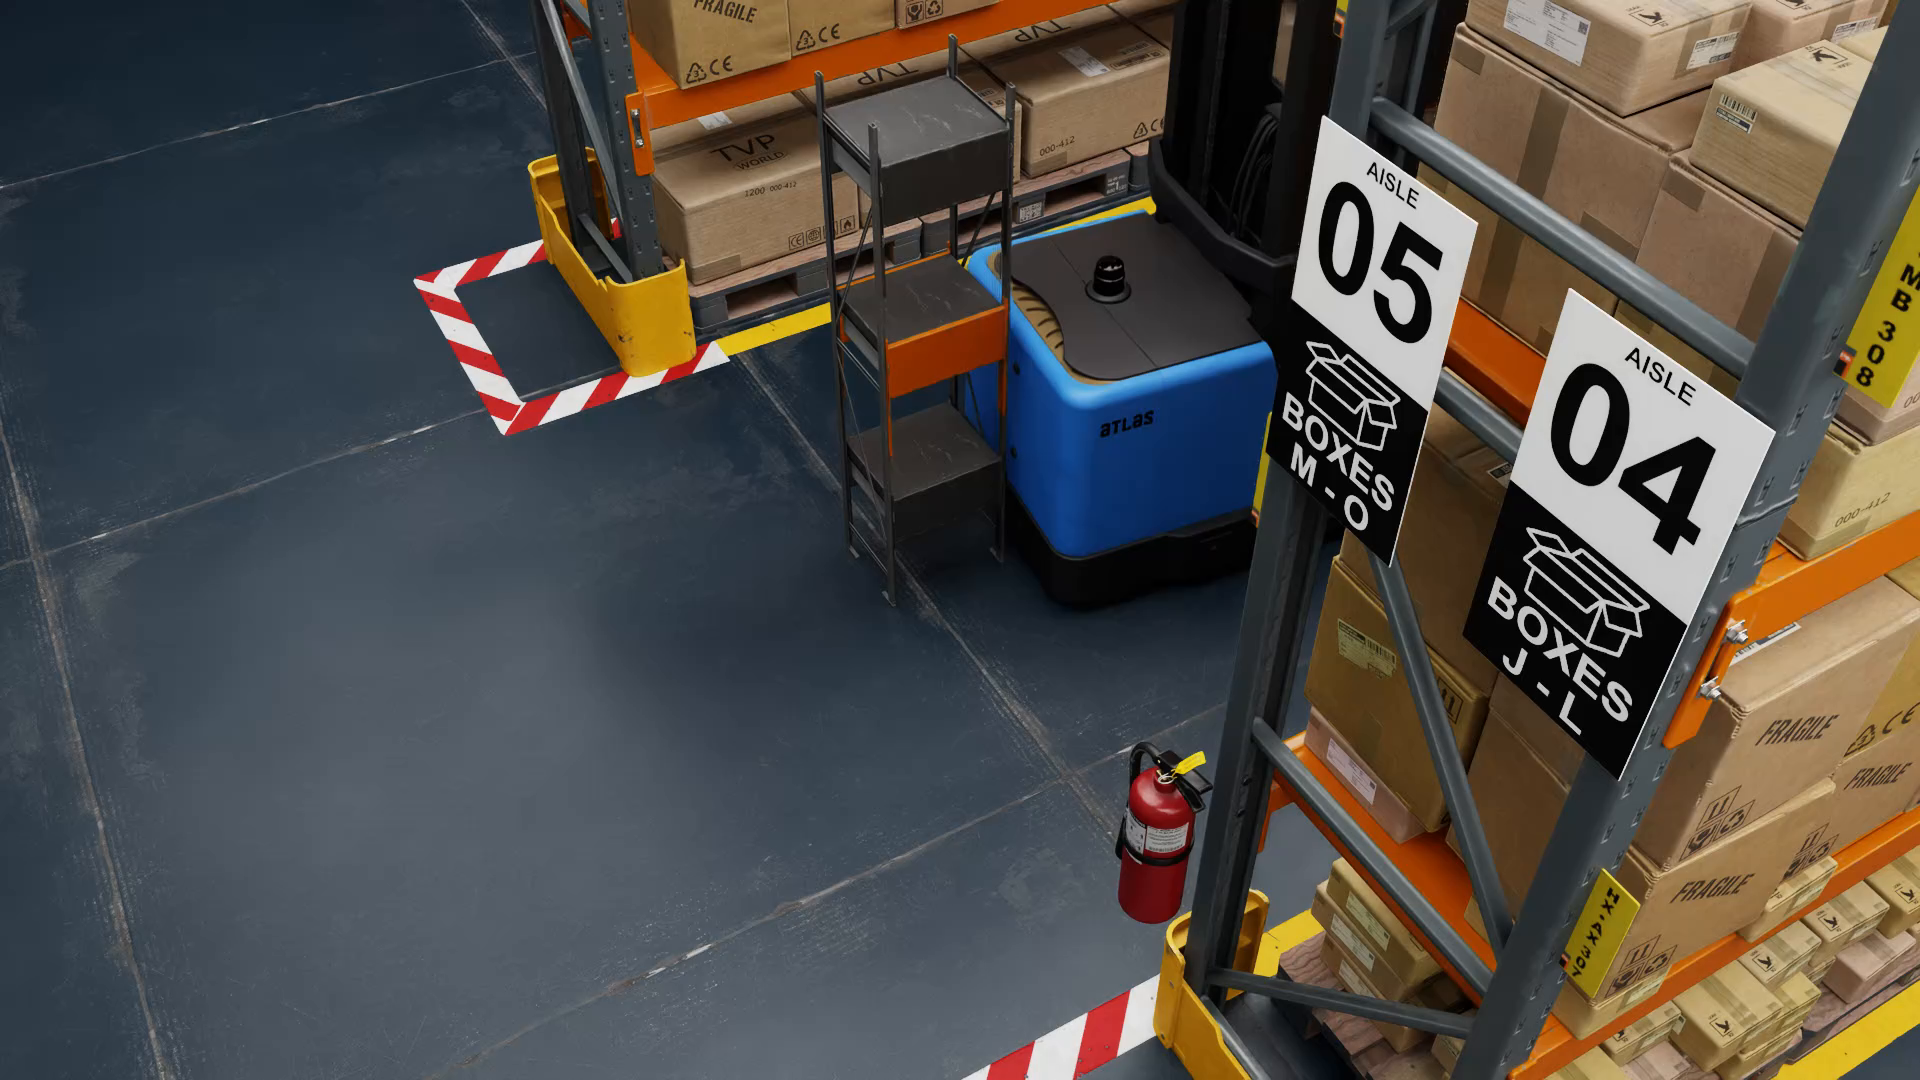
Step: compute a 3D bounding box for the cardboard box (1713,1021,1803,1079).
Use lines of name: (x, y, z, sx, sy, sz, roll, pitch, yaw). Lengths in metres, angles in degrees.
cardboard box: (2.240, 1.371, 4.929, 0.250, 0.149, 0.380, -21, 48, -20)

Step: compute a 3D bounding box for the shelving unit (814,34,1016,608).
shelving unit: (-0.144, -0.696, 5.960, 0.503, 2.100, 0.431, -22, 48, -21)

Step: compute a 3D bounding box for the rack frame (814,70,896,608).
rack frame: (-0.355, -0.611, 5.872, 0.015, 2.100, 0.400, -22, 48, -21)

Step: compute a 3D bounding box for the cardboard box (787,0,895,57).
cardboard box: (-0.618, -2.435, 7.034, 0.500, 0.500, 0.500, -22, 48, -21)

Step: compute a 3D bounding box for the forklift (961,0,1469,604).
forklift: (1.572, -1.478, 6.168, 3.031, 2.935, 1.130, -16, 47, -16)

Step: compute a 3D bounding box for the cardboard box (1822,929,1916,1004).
cardboard box: (2.673, 1.191, 5.114, 0.250, 0.149, 0.380, -24, 49, -23)

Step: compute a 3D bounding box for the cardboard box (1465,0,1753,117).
cardboard box: (1.094, -0.898, 2.830, 0.250, 0.149, 0.380, -22, 48, -21)

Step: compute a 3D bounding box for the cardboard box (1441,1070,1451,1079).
cardboard box: (1.566, 1.624, 4.668, 0.250, 0.149, 0.380, -21, 48, -20)

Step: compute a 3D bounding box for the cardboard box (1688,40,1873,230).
cardboard box: (1.346, -0.580, 2.502, 0.250, 0.149, 0.380, -22, 48, -21)

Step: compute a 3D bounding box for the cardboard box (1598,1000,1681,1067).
cardboard box: (1.755, 1.254, 4.622, 0.250, 0.149, 0.380, -21, 48, -20)

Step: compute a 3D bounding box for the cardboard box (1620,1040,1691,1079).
cardboard box: (1.800, 1.418, 4.667, 0.250, 0.149, 0.380, -22, 48, -21)

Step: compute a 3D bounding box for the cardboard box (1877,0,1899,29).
cardboard box: (1.579, -1.014, 2.949, 0.250, 0.149, 0.380, -23, 49, -22)

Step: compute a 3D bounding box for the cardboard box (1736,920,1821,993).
cardboard box: (2.211, 1.108, 4.773, 0.250, 0.149, 0.380, -24, 49, -23)

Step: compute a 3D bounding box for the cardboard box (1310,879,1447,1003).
cardboard box: (1.268, 1.150, 4.943, 0.250, 0.149, 0.380, -23, 49, -22)

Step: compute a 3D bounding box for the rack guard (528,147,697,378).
rack guard: (-1.622, -1.309, 7.739, 0.348, 0.500, 1.175, -22, 48, -21)

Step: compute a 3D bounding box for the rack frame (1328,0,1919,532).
rack frame: (0.952, -1.413, 1.744, 0.127, 3.000, 1.000, -22, 48, -21)

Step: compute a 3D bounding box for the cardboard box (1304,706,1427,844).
cardboard box: (1.094, 0.547, 4.213, 0.250, 0.149, 0.380, -22, 48, -21)

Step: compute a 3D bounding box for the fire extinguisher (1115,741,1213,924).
fire extinguisher: (0.504, 0.710, 4.187, 0.183, 0.674, 0.296, -22, 48, -21)

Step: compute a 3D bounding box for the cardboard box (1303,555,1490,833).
cardboard box: (1.213, 0.286, 4.016, 0.500, 0.500, 0.500, -21, 48, -20)

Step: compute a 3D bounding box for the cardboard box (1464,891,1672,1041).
cardboard box: (1.396, 0.916, 3.833, 0.250, 0.149, 0.380, -22, 48, -21)

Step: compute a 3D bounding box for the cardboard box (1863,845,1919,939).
cardboard box: (2.707, 0.954, 4.932, 0.250, 0.149, 0.380, -21, 48, -20)

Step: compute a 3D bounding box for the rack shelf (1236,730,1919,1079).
rack shelf: (2.686, 0.304, 4.799, 4.000, 0.370, 1.077, -22, 48, -21)

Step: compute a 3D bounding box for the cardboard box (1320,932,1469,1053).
cardboard box: (1.305, 1.304, 4.998, 0.250, 0.149, 0.380, -21, 48, -20)

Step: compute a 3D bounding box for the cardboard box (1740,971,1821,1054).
cardboard box: (2.244, 1.256, 4.834, 0.250, 0.149, 0.380, -20, 48, -20)

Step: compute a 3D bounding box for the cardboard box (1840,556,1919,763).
cardboard box: (1.908, 0.064, 3.527, 0.500, 0.500, 0.500, -20, 48, -20)

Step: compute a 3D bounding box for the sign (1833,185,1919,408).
sign: (1.223, -0.322, 2.147, 0.005, 0.325, 0.100, -22, 48, -21)

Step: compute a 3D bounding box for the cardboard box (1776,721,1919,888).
cardboard box: (1.930, 0.408, 3.891, 0.500, 0.500, 0.500, -22, 48, -21)

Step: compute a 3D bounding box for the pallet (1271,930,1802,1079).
pallet: (1.740, 1.454, 5.100, 1.213, 0.211, 1.003, -22, 48, -21)

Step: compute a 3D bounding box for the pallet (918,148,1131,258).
pallet: (0.109, -1.958, 8.616, 1.213, 0.211, 1.003, -22, 48, -21)

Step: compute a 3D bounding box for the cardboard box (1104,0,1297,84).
cardboard box: (1.269, -2.680, 8.896, 0.875, 0.438, 0.875, -22, 48, -21)

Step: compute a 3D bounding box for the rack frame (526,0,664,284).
rack frame: (-1.602, -2.214, 6.877, 0.127, 3.000, 1.000, -22, 48, -21)

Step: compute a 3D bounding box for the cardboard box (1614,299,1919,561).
cardboard box: (1.469, -0.284, 2.842, 0.500, 0.250, 0.500, -20, 48, -20)

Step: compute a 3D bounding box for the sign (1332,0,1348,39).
sign: (0.693, -0.996, 2.833, 0.005, 0.325, 0.100, -22, 48, -21)

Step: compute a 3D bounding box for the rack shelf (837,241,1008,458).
rack shelf: (-0.144, -0.686, 5.969, 0.480, 0.518, 0.431, -22, 48, -21)

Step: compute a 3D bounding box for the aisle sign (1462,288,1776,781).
aisle sign: (1.038, 0.014, 2.715, 0.004, 0.787, 0.394, -22, 48, -21)

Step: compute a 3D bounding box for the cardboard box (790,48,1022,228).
cardboard box: (-0.290, -2.057, 8.254, 0.875, 0.438, 0.875, -21, 48, -20)

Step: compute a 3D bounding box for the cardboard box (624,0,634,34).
cardboard box: (-1.315, -2.577, 7.180, 0.500, 0.500, 0.500, -22, 48, -21)

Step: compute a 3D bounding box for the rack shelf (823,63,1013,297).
rack shelf: (-0.144, -1.189, 5.482, 0.480, 0.518, 0.431, -22, 48, -21)

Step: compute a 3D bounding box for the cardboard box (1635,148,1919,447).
cardboard box: (1.471, -0.461, 2.666, 0.500, 0.250, 0.500, -21, 48, -20)
